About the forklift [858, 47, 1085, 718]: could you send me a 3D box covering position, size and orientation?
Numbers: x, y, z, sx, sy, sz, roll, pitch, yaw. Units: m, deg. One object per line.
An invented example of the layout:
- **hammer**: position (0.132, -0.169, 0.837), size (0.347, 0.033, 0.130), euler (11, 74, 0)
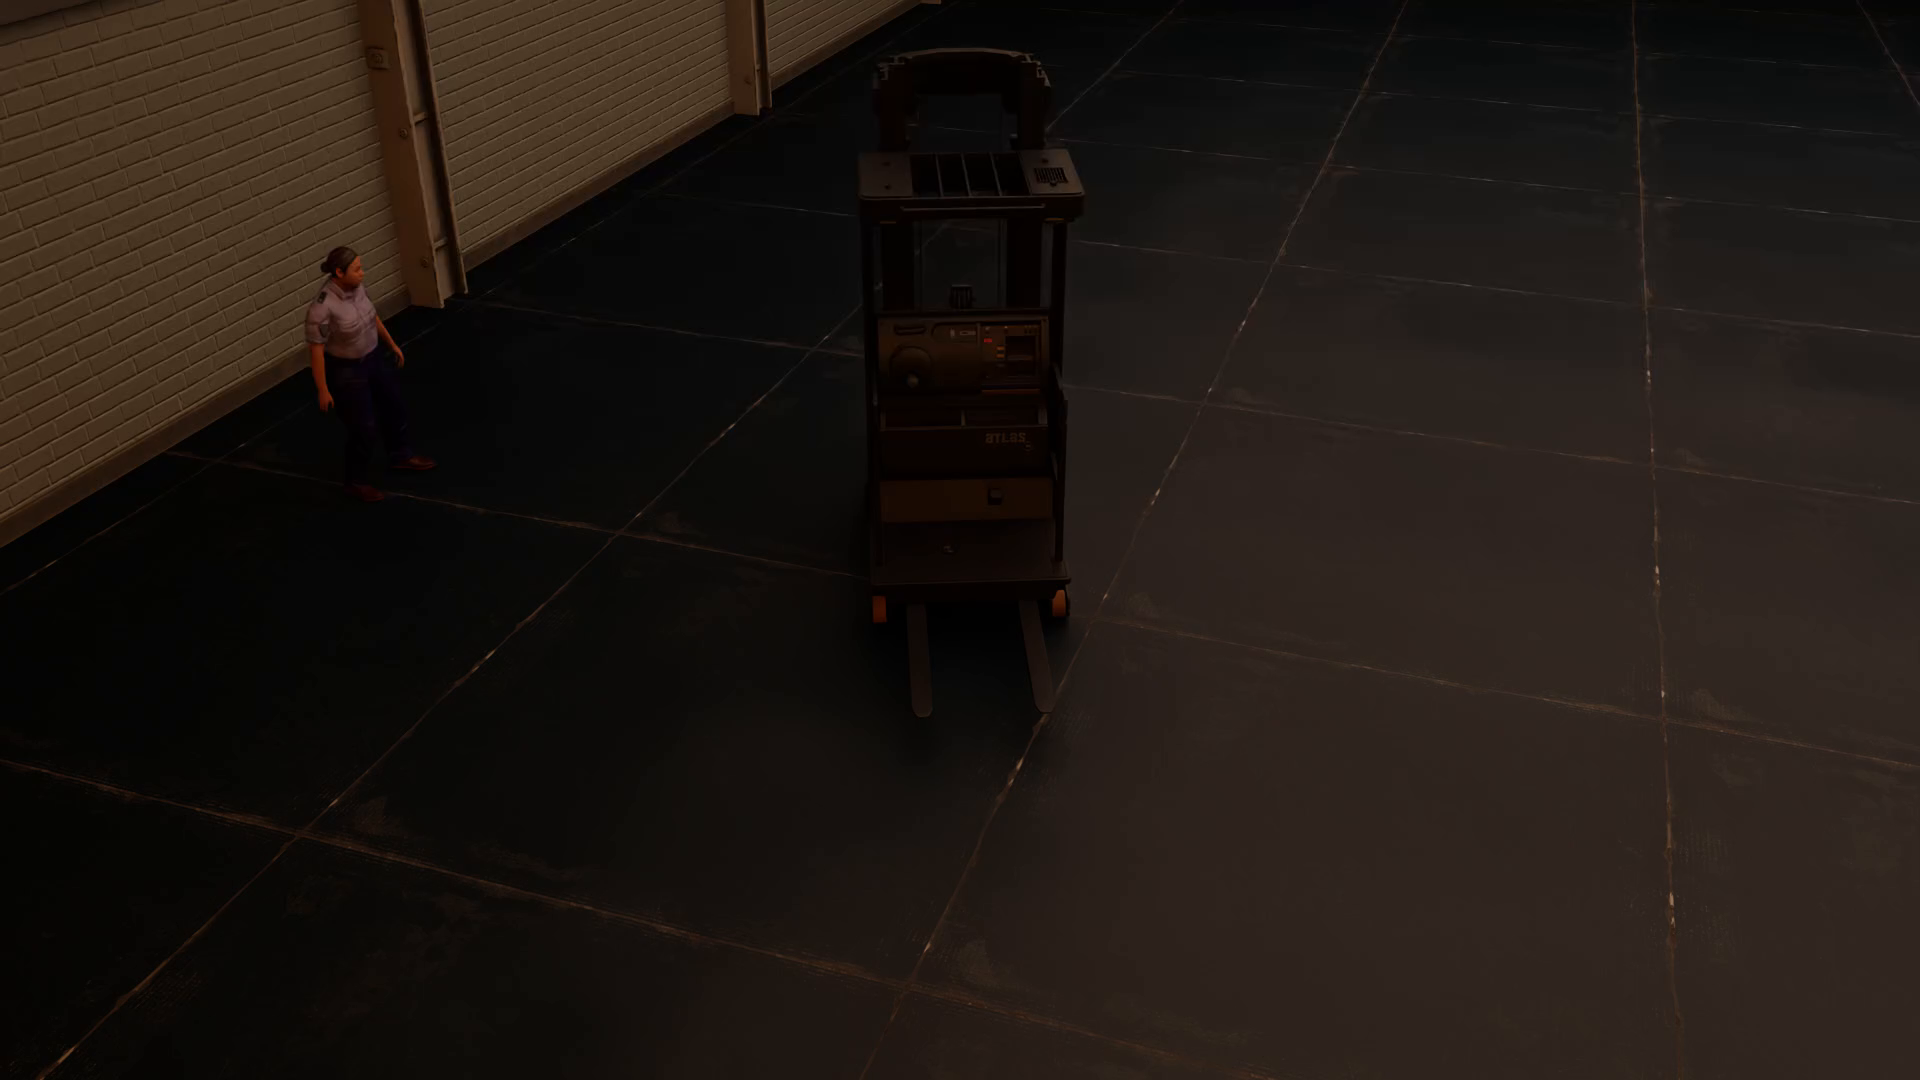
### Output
- **forklift**: position (0.035, -0.972, 8.842), size (1.130, 2.935, 3.031), euler (-2, 30, -3)

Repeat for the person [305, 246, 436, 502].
- **person**: position (-3.715, -1.050, 10.305), size (0.386, 1.623, 0.744), euler (8, 31, 13)
